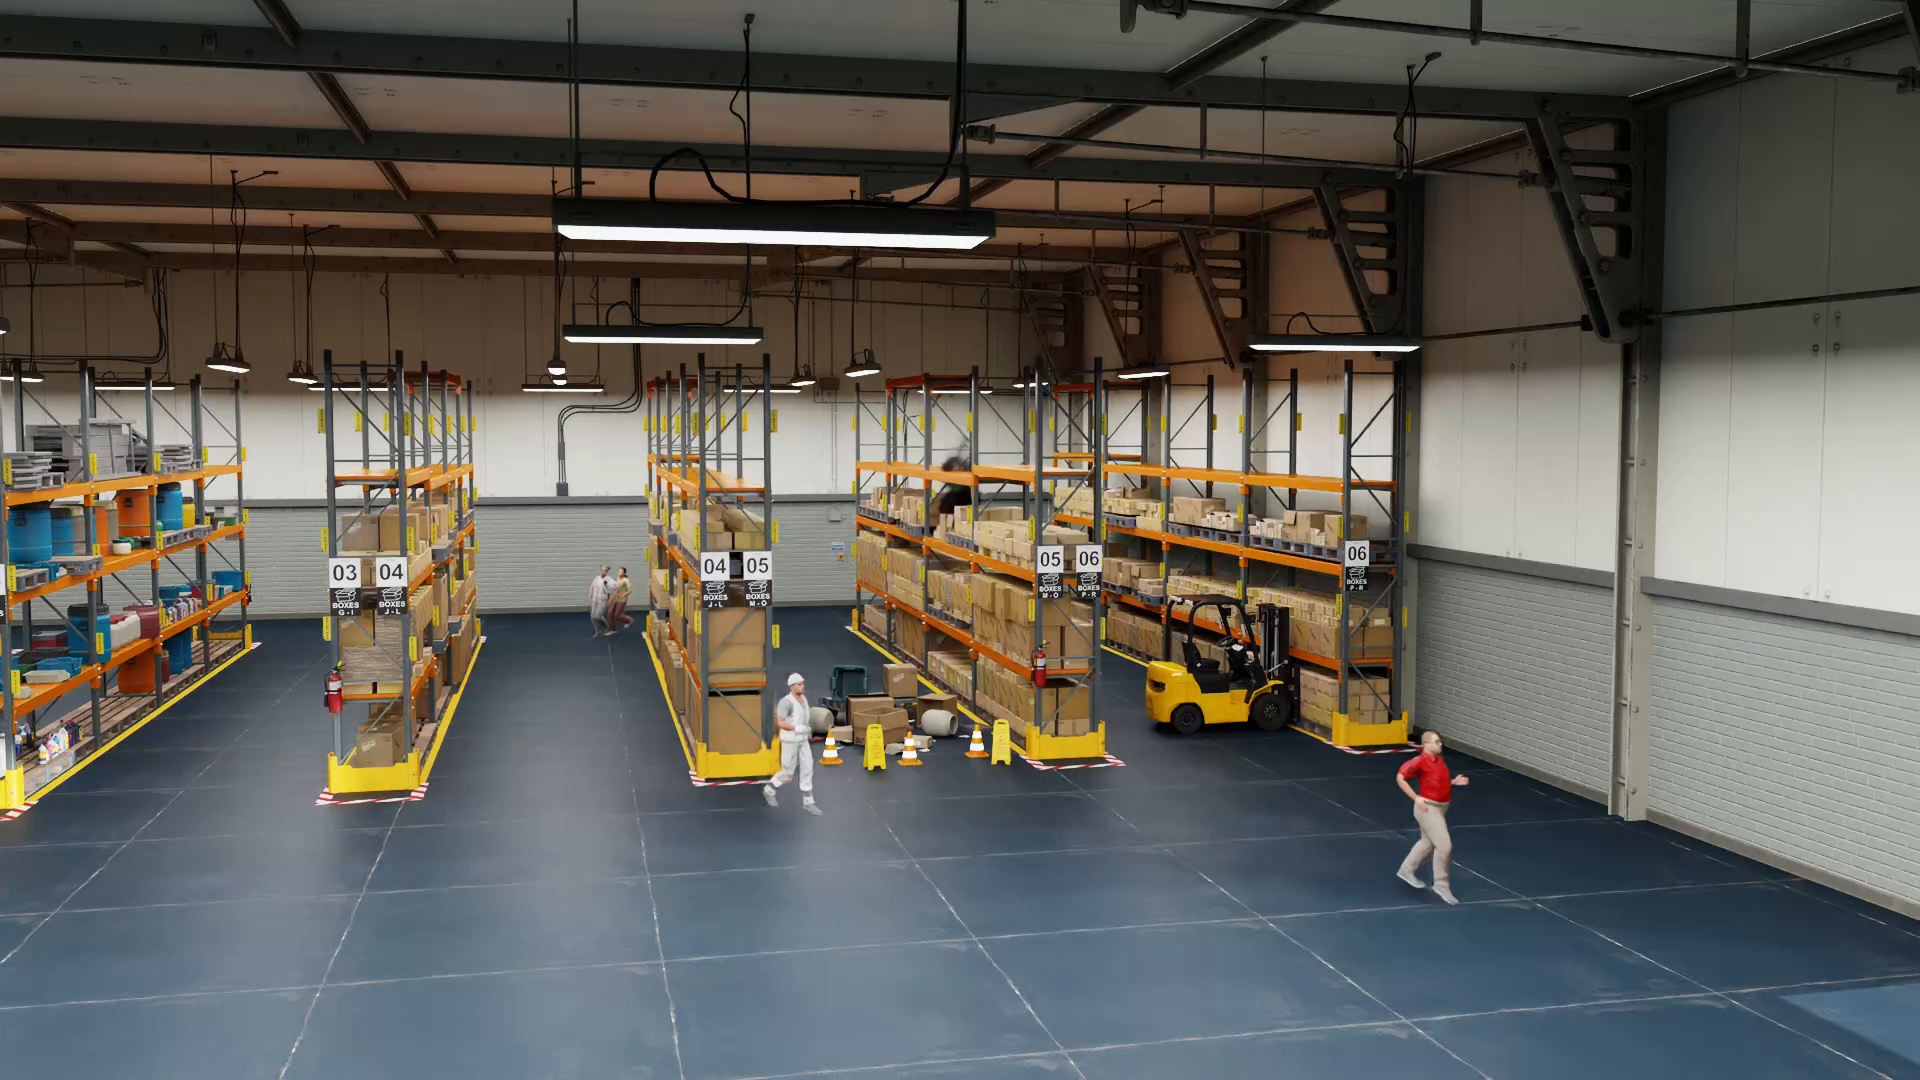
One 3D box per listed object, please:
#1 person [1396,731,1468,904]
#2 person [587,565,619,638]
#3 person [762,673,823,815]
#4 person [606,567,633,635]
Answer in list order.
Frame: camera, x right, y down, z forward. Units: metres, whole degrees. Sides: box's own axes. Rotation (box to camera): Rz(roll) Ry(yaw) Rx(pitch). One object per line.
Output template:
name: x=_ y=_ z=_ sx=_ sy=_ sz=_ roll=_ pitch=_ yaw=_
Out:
person: x=4.982 y=2.955 z=17.607 sx=0.765 sy=1.718 sz=0.643 roll=3 pitch=5 yaw=36
person: x=-8.388 y=1.438 z=38.902 sx=0.735 sy=1.732 sz=0.520 roll=2 pitch=4 yaw=22
person: x=-2.147 y=2.610 z=21.443 sx=0.880 sy=1.803 sz=0.683 roll=2 pitch=5 yaw=31
person: x=-8.039 y=1.453 z=39.631 sx=0.618 sy=1.642 sz=0.730 roll=3 pitch=5 yaw=40
